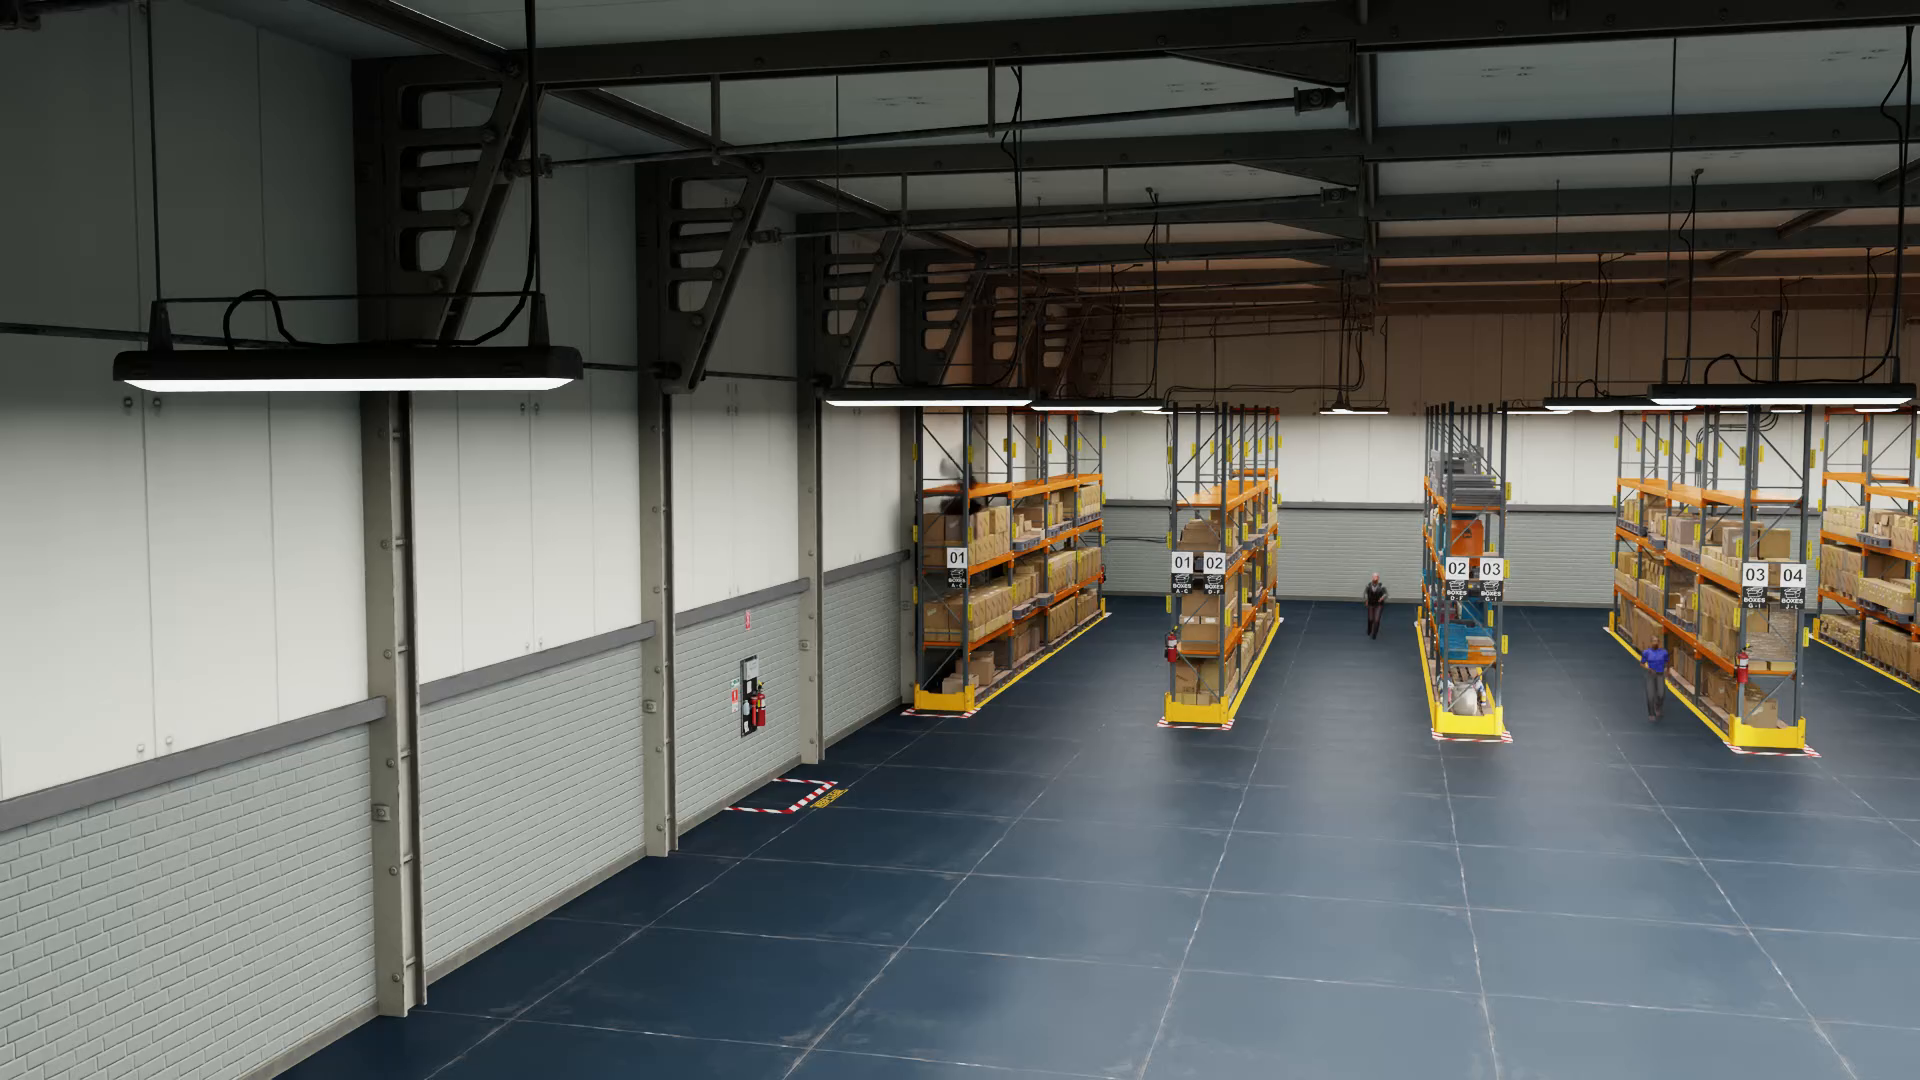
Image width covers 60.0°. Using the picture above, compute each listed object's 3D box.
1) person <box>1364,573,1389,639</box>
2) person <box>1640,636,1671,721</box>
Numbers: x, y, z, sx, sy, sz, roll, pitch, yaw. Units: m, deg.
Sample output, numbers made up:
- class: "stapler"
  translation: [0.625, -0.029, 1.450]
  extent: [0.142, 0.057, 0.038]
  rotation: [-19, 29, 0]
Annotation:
- class: "person"
  translation: [10.743, 1.710, 42.998]
  extent: [0.651, 1.693, 0.607]
  rotation: [2, 5, 20]
- class: "person"
  translation: [13.069, 2.608, 31.224]
  extent: [0.562, 1.618, 0.562]
  rotation: [1, 4, 17]
